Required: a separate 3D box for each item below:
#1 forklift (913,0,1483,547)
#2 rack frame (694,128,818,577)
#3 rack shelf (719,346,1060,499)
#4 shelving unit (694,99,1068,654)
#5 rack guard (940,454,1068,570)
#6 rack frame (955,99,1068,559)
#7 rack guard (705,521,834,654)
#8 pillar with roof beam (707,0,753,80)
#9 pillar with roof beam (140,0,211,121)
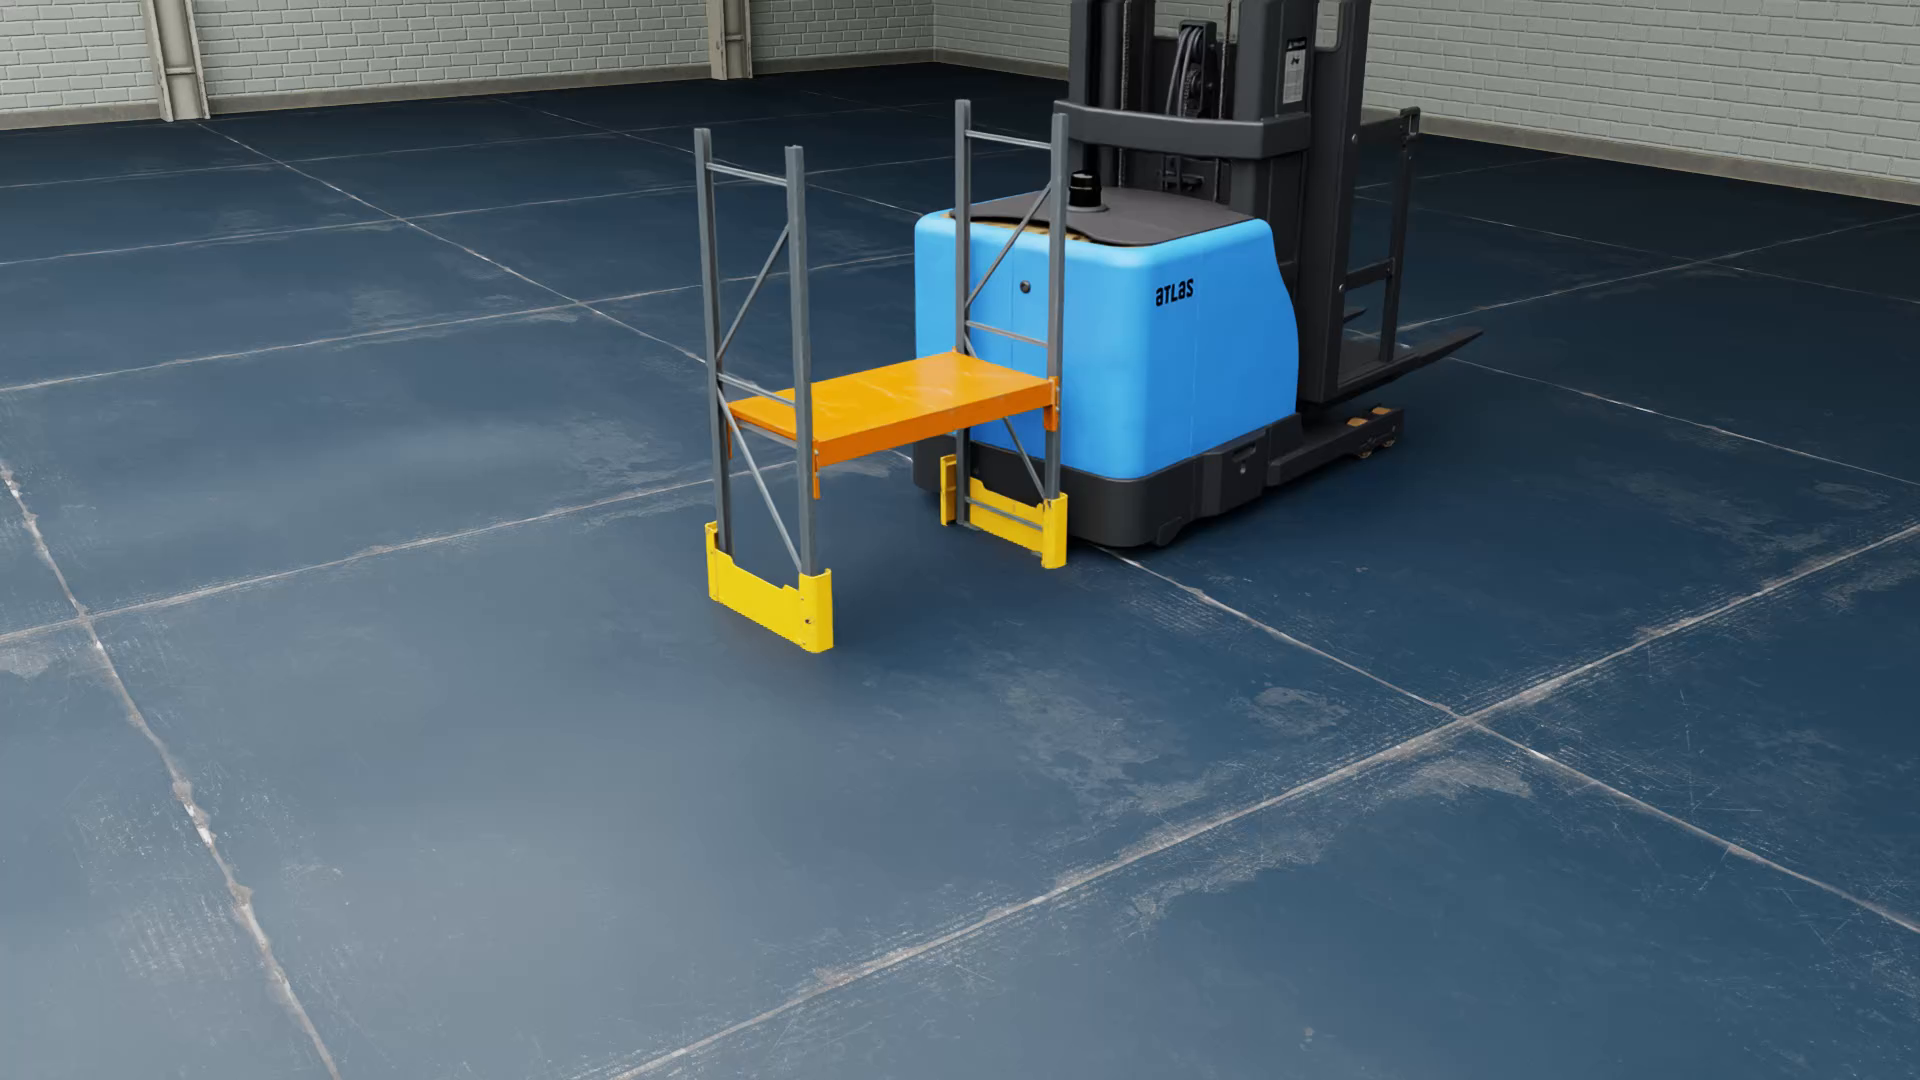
[{"bbox_3d":[1.182,-1.800,6.453,1.130,2.935,3.031,18,28,38],"label":"forklift"},{"bbox_3d":[-0.603,-0.441,4.978,0.032,1.500,0.500,-18,28,-38],"label":"rack frame"},{"bbox_3d":[-0.221,-0.398,5.356,1.000,0.185,0.538,-18,28,-38],"label":"rack shelf"},{"bbox_3d":[-0.228,-0.563,5.284,1.083,1.500,0.587,-18,28,-38],"label":"shelving unit"},{"bbox_3d":[0.146,-0.104,5.821,0.087,0.250,0.587,-18,28,-38],"label":"rack guard"},{"bbox_3d":[0.161,-0.690,5.601,0.032,1.500,0.500,-18,28,-38],"label":"rack frame"},{"bbox_3d":[-0.602,0.139,5.210,0.087,0.250,0.587,-18,28,-38],"label":"rack guard"},{"bbox_3d":[-0.154,-8.290,14.530,0.400,9.000,9.100,-15,26,-33],"label":"pillar with roof beam"},{"bbox_3d":[-5.024,-6.992,11.276,0.400,9.000,9.100,-15,26,-33],"label":"pillar with roof beam"}]
